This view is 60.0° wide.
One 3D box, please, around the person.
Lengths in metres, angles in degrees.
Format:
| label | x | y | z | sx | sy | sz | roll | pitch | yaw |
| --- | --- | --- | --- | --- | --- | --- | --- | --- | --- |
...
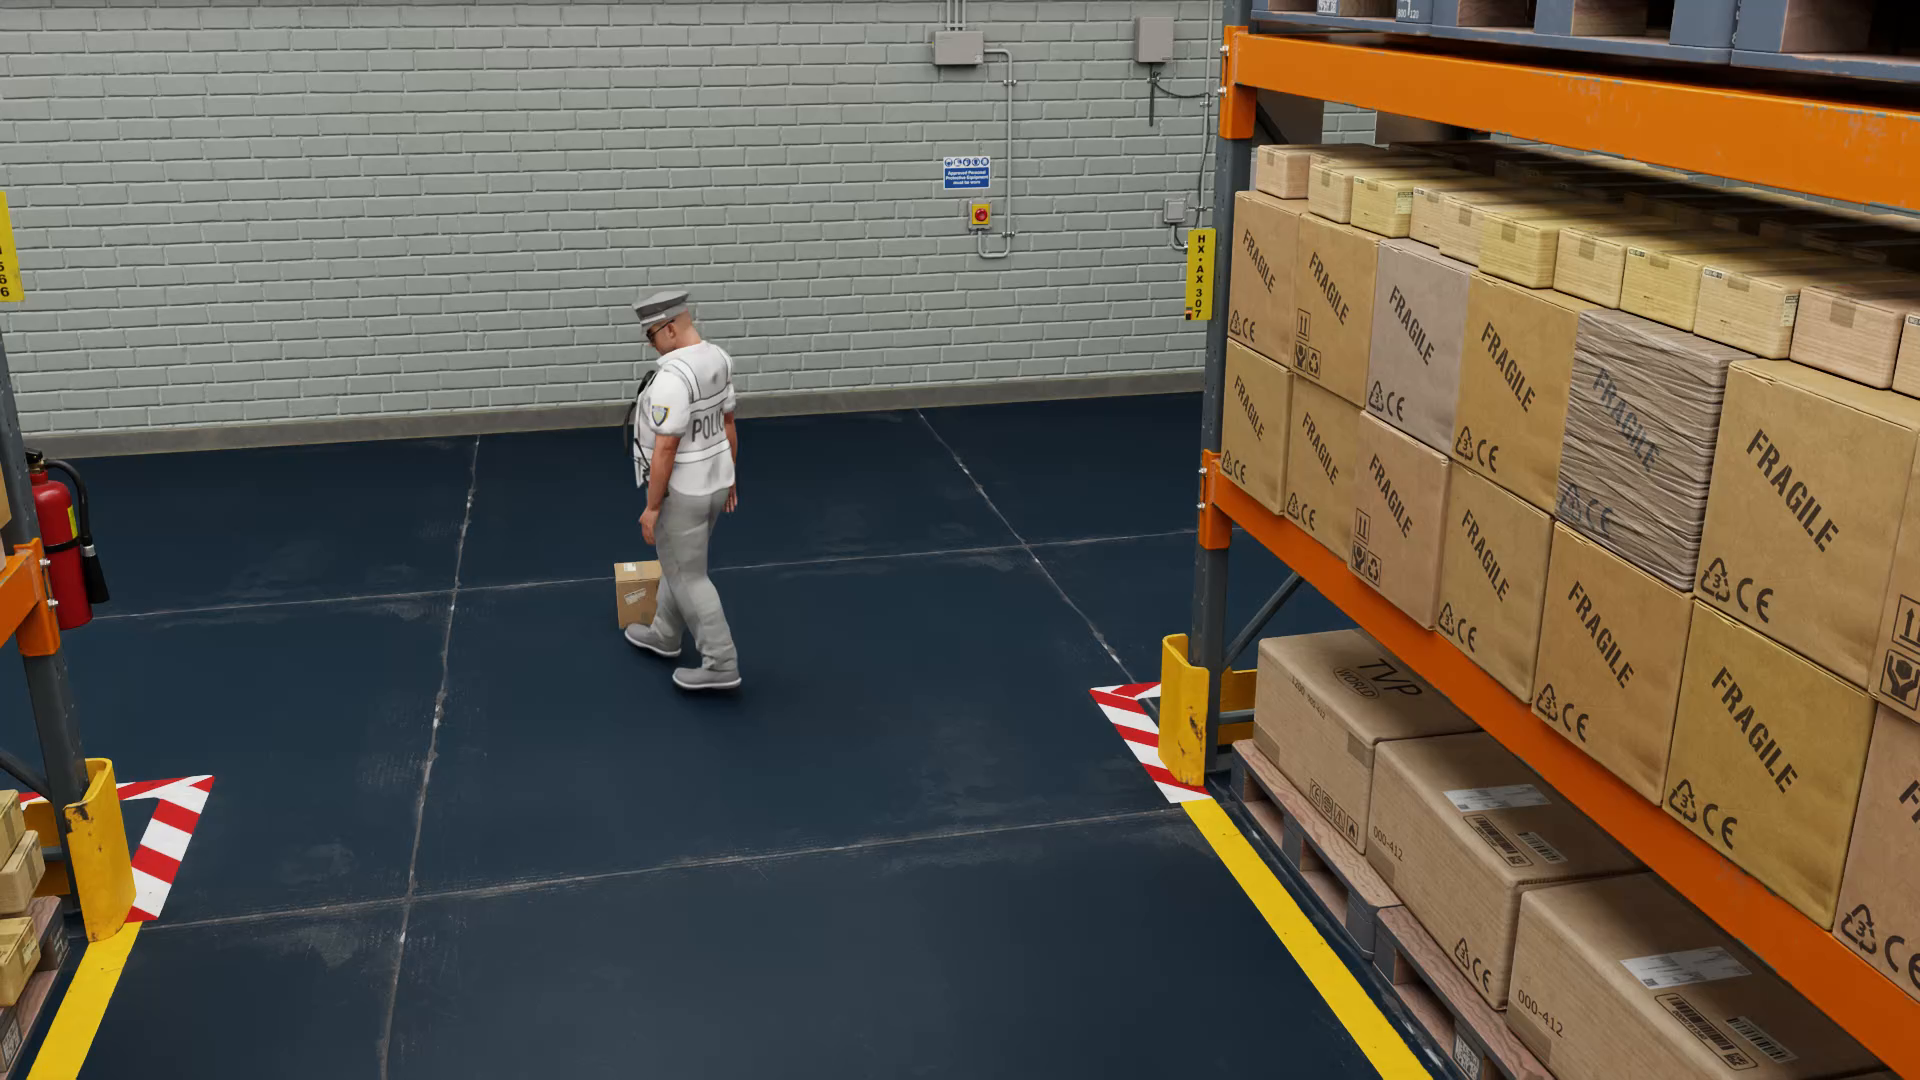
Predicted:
| label | x | y | z | sx | sy | sz | roll | pitch | yaw |
| --- | --- | --- | --- | --- | --- | --- | --- | --- | --- |
| person | -1.272 | -0.225 | 7.172 | 0.757 | 1.719 | 0.585 | 7 | 21 | 20 |
